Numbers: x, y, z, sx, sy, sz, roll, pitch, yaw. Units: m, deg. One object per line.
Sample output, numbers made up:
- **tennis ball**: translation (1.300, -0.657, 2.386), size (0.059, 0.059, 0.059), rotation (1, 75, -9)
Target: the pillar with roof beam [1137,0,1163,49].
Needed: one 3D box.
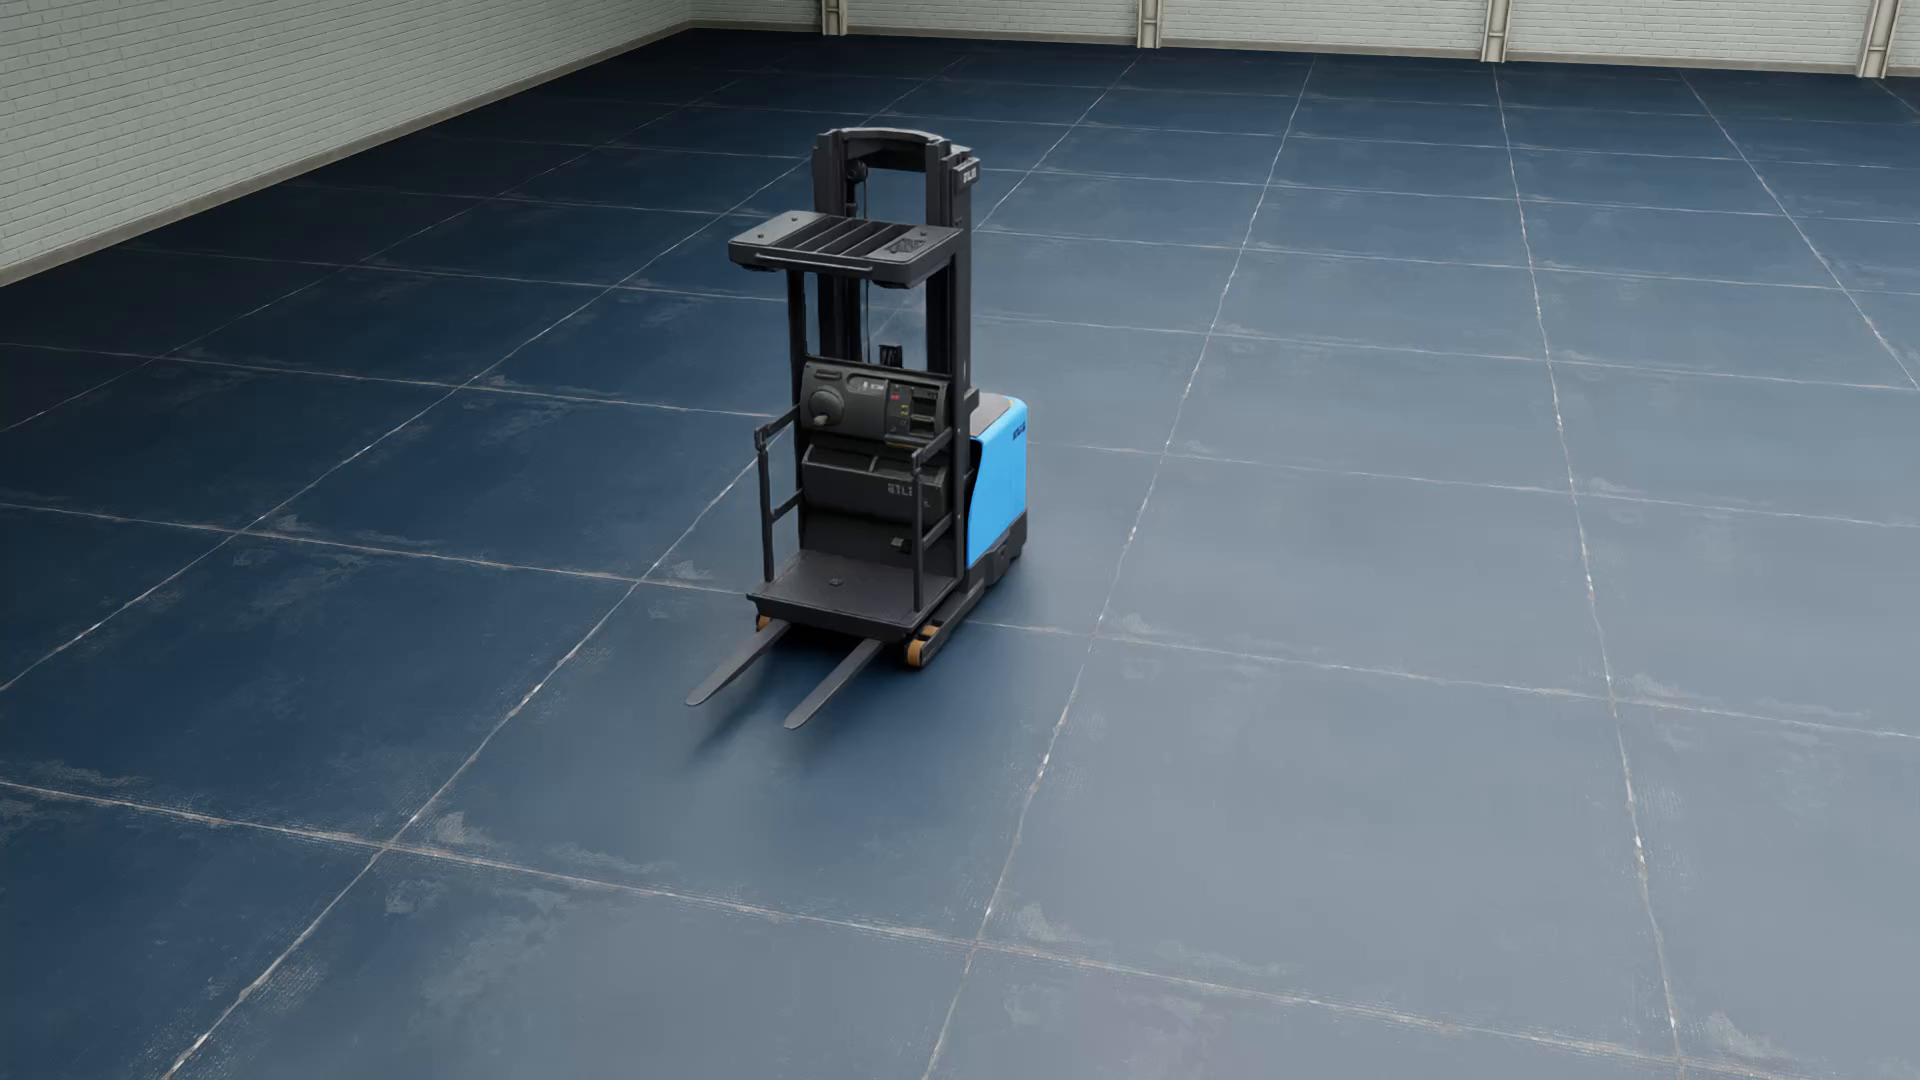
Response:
- **pillar with roof beam**: translation (2.365, -11.237, 24.542), size (0.400, 9.000, 9.100), rotation (6, 26, 13)

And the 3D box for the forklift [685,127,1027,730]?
- **forklift**: translation (-0.594, -0.776, 9.626), size (1.130, 2.935, 3.031), rotation (10, 27, 21)

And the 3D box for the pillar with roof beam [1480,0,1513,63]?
- **pillar with roof beam**: translation (8.176, -10.595, 23.193), size (0.400, 9.000, 9.100), rotation (6, 26, 13)

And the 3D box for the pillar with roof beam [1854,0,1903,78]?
- **pillar with roof beam**: translation (13.987, -9.953, 21.843), size (0.400, 9.000, 9.100), rotation (6, 26, 13)

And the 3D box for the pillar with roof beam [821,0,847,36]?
- **pillar with roof beam**: translation (-3.446, -11.880, 25.891), size (0.400, 9.000, 9.100), rotation (6, 26, 13)
